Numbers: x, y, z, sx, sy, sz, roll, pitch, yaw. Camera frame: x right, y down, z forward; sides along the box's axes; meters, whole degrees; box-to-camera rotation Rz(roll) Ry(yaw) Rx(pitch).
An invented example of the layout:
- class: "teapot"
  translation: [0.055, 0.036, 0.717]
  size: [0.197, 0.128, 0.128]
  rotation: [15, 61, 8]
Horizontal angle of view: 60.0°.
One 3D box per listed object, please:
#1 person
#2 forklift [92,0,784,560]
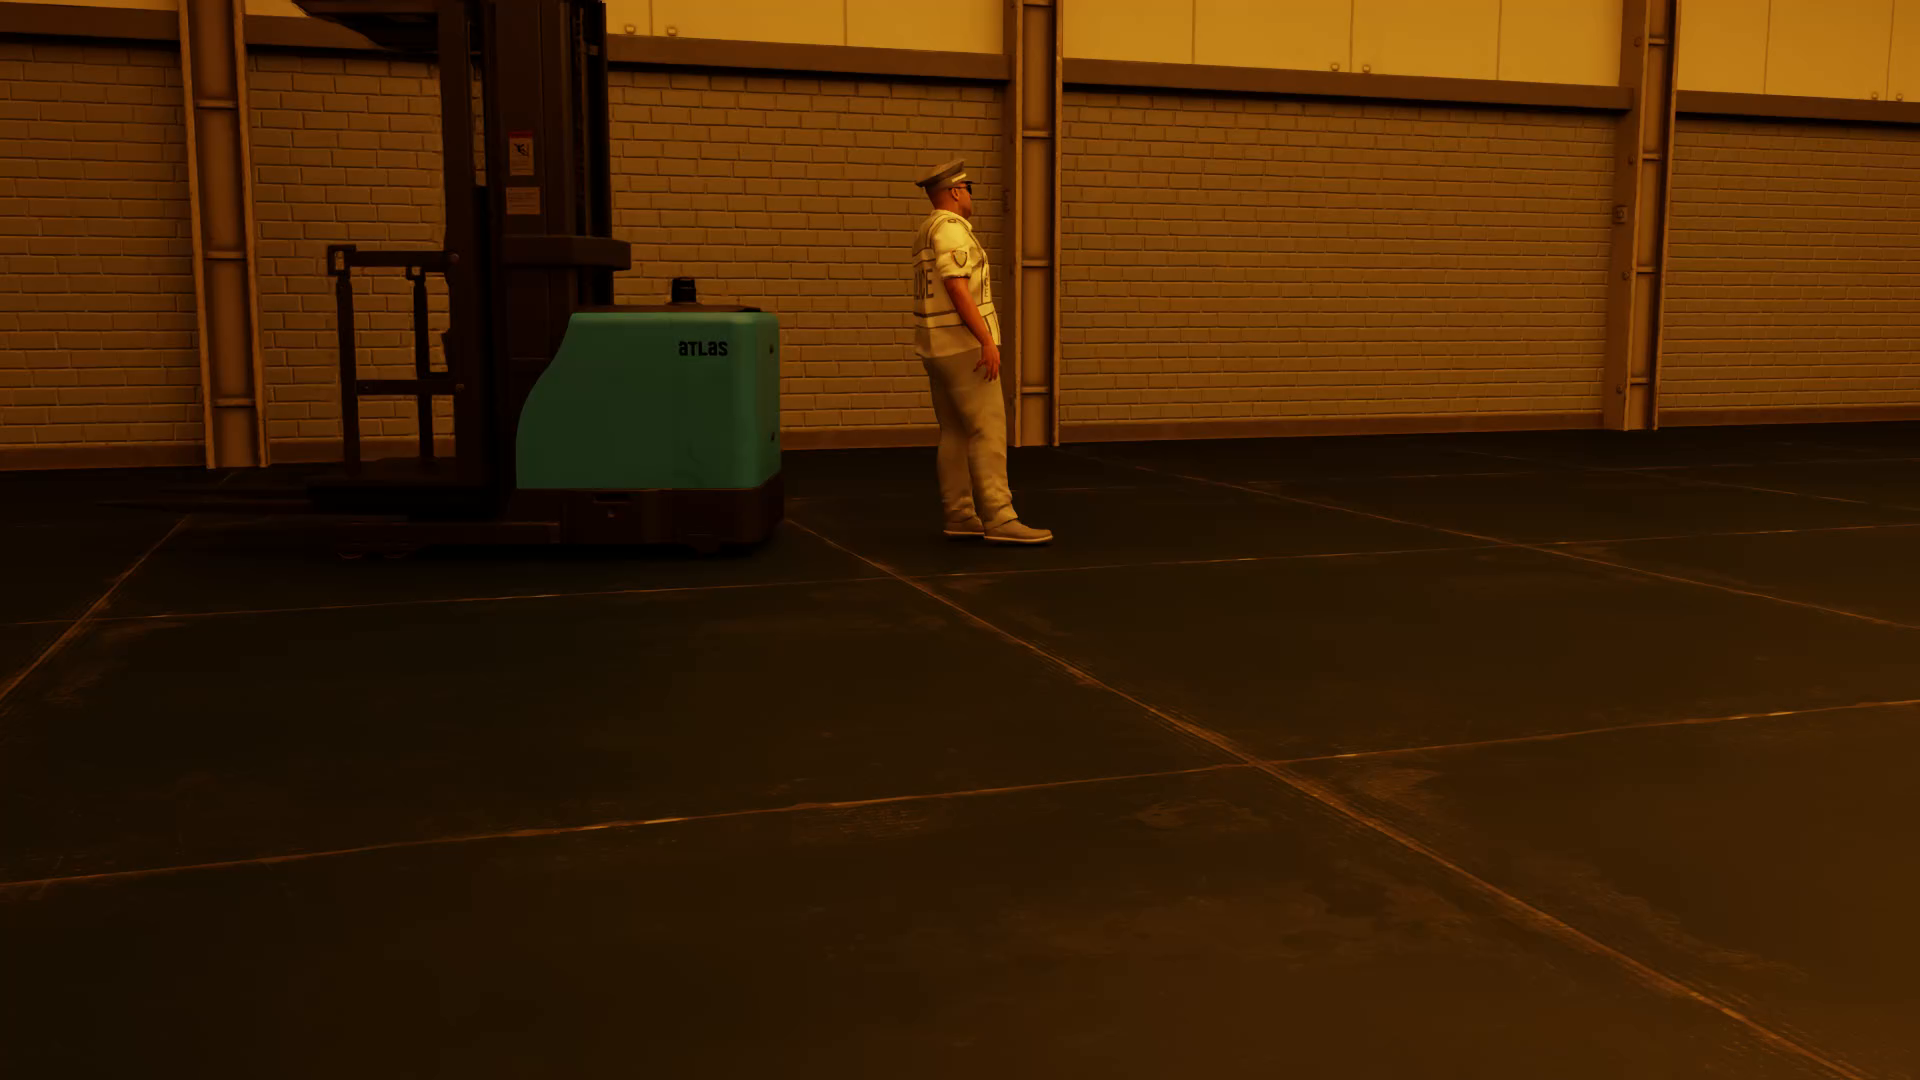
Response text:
- class: "person"
  translation: [0.077, -0.892, 7.816]
  size: [0.575, 1.780, 0.640]
  rotation: [-3, 8, -18]
- class: "forklift"
  translation: [-2.387, -1.438, 7.620]
  size: [3.031, 2.935, 1.130]
  rotation: [0, 8, 1]
